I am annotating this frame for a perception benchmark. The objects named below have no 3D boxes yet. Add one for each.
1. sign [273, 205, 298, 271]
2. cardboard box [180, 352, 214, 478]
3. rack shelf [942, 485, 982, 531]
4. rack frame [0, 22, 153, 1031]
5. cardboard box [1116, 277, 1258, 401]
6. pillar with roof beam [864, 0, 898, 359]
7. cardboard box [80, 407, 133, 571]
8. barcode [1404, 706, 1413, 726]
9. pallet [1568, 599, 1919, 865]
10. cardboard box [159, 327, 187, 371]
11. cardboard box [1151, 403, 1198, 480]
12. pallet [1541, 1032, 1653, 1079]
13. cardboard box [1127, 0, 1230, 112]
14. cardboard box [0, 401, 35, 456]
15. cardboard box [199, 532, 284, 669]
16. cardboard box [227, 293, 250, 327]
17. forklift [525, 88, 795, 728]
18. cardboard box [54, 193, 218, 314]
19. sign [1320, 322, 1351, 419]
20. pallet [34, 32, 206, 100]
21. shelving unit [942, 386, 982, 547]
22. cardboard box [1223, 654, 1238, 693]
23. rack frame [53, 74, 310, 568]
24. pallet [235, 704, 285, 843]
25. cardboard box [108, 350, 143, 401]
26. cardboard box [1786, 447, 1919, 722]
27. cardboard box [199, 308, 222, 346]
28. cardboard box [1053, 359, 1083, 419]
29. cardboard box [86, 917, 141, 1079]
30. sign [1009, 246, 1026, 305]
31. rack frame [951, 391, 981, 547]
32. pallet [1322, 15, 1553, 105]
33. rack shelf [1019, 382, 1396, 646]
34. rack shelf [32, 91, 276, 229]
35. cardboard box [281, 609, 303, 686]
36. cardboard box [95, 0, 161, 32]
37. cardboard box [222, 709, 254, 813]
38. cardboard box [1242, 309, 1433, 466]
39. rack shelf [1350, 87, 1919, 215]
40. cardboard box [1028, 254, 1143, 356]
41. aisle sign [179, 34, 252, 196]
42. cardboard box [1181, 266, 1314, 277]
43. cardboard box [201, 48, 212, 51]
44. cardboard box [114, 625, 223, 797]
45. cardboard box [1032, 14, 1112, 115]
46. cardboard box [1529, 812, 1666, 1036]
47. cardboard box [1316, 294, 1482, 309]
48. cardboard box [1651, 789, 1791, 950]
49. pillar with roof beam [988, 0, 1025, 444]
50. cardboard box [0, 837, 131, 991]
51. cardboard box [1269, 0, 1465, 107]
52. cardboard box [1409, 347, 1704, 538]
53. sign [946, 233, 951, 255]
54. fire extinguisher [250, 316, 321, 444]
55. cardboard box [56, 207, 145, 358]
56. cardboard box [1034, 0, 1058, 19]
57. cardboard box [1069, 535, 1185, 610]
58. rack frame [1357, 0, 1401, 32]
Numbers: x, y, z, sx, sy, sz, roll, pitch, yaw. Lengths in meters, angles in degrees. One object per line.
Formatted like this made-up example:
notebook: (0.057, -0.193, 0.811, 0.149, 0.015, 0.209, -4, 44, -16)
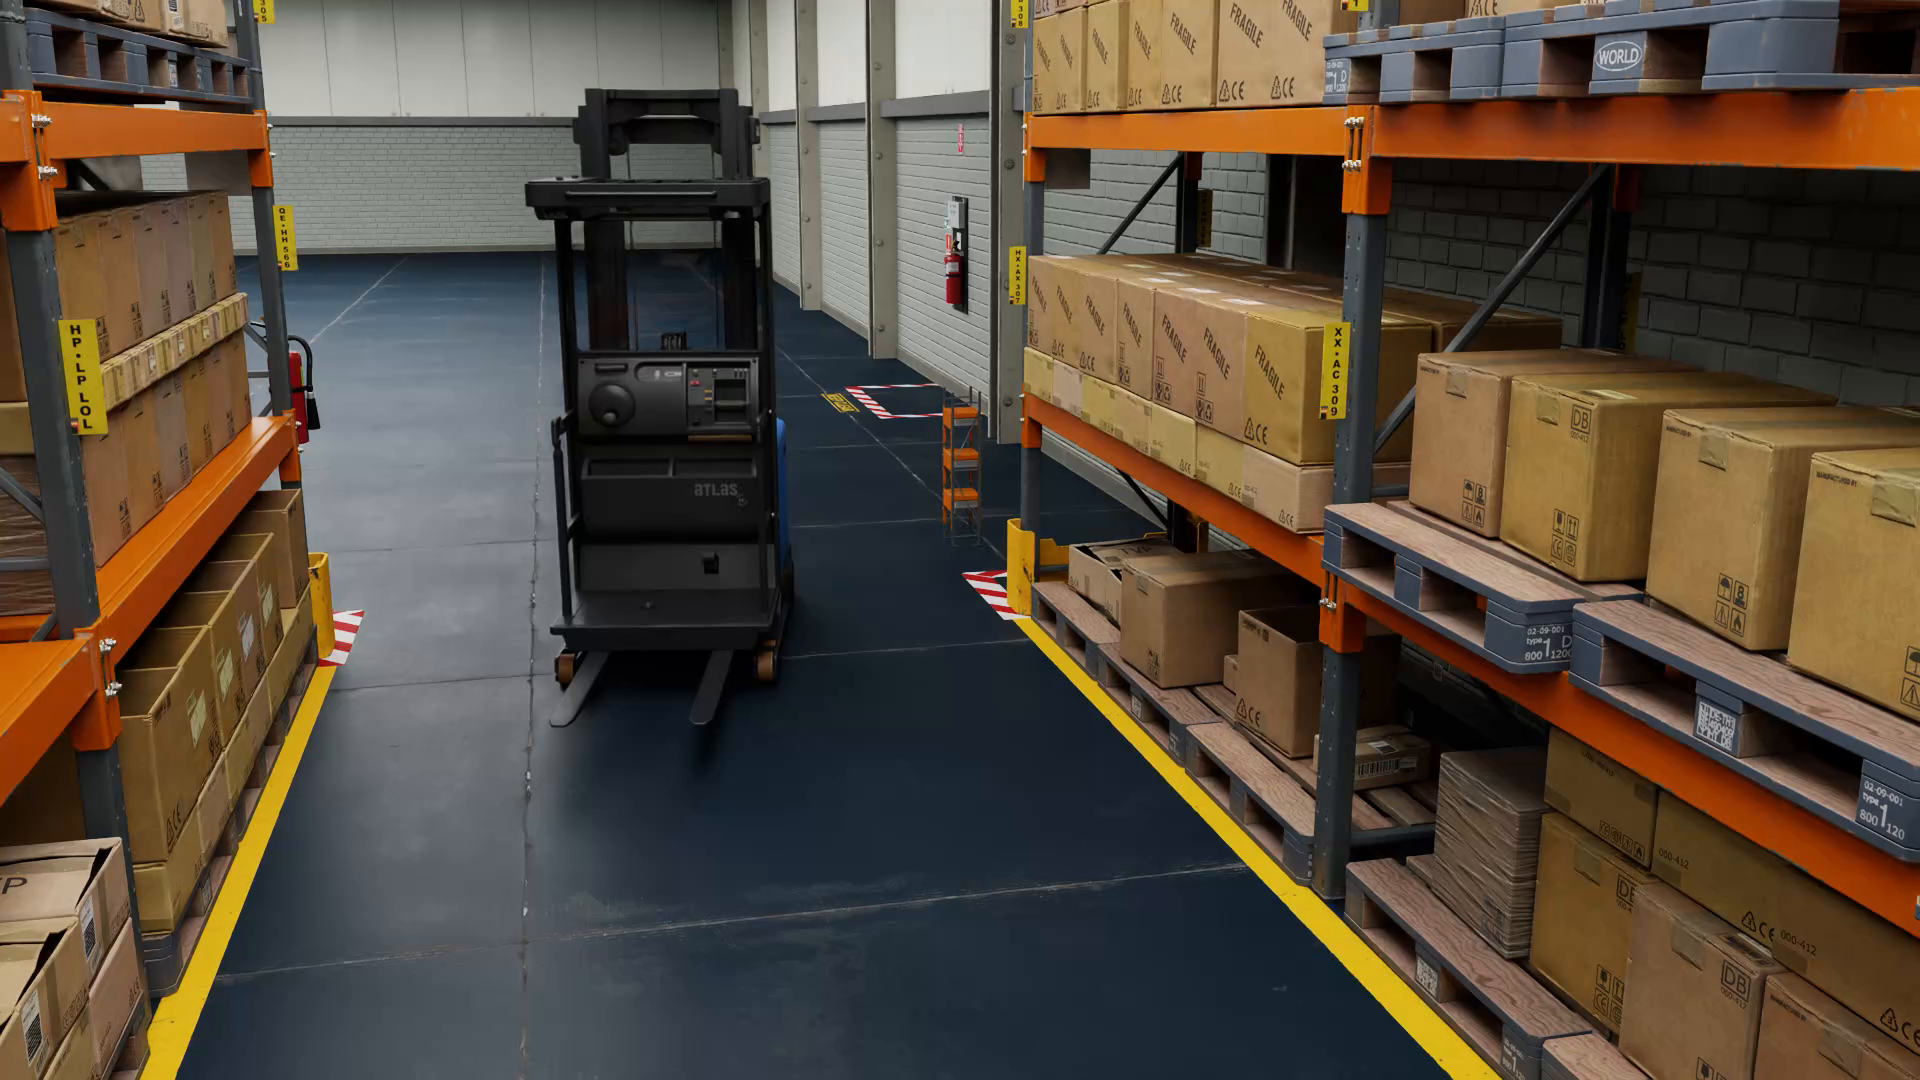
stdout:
sign: (-3.427, -1.532, 8.440, 0.100, 0.325, 0.005, -3, 14, -13)
cardboard box: (-3.621, -0.532, 7.074, 0.700, 0.500, 0.500, -3, 14, -13)
rack shelf: (0.013, -0.217, 11.320, 0.215, 0.259, 0.240, -3, 14, -13)
rack frame: (-3.018, 0.095, 4.718, 1.000, 3.000, 0.127, -3, 14, -13)
cardboard box: (1.031, -0.926, 7.593, 0.500, 0.500, 0.500, -3, 14, -11)
pillar with roof beam: (-5.141, -6.434, 18.802, 9.100, 9.000, 0.400, -3, 14, -13)
cardboard box: (-3.259, -0.177, 5.620, 0.700, 0.500, 0.500, -3, 14, -14)
barcode: (1.888, 0.742, 7.000, 0.001, 0.075, 0.075, -3, 14, -13)
pallet: (2.231, 0.380, 3.957, 1.003, 0.211, 1.213, -3, 14, -13)
cardboard box: (-3.316, -0.756, 6.625, 0.380, 0.149, 0.250, -3, 14, -14)
cardboard box: (1.148, -0.442, 7.189, 0.500, 0.250, 0.500, -3, 14, -13)
pallet: (2.270, 1.634, 4.293, 1.003, 0.211, 1.213, -3, 14, -13)
cardboard box: (1.056, -2.161, 7.380, 0.500, 0.500, 0.500, -2, 14, -10)
cardboard box: (-2.893, -0.341, 4.927, 0.380, 0.149, 0.250, -3, 14, -13)
cardboard box: (-3.293, 0.277, 7.303, 0.500, 0.500, 0.500, -3, 14, -13)
cardboard box: (-3.683, -1.114, 8.089, 0.380, 0.149, 0.250, -4, 14, -14)
forklift: (-1.492, -0.764, 8.380, 1.130, 2.935, 3.031, -1, 14, -2)
cardboard box: (-3.719, -1.265, 7.340, 0.700, 0.500, 0.500, -4, 14, -15)
sign: (1.270, -0.570, 5.618, 0.100, 0.325, 0.005, -3, 14, -13)
pallet: (-3.527, -1.795, 6.322, 1.003, 0.211, 1.213, -3, 14, -13)
shelving unit: (0.013, -0.498, 11.252, 0.215, 1.050, 0.252, -3, 14, -13)
cardboard box: (1.440, 0.619, 7.653, 0.380, 0.149, 0.250, -4, 14, -18)
rack frame: (-3.958, -0.828, 8.495, 1.000, 3.000, 0.127, -3, 14, -13)
pallet: (-3.454, 0.982, 6.964, 1.003, 0.211, 1.213, -3, 14, -13)
cardboard box: (-3.134, -0.577, 5.891, 0.380, 0.149, 0.250, -4, 14, -15)
cardboard box: (2.301, 0.084, 3.623, 0.700, 0.500, 0.500, -3, 14, -13)
cardboard box: (-3.503, -0.936, 7.362, 0.380, 0.149, 0.250, -3, 14, -12)
cardboard box: (0.798, -0.792, 8.624, 0.500, 0.250, 0.500, -4, 14, -15)
cardboard box: (-2.639, 1.306, 4.669, 0.500, 0.250, 0.500, -3, 14, -14)
sign: (0.329, -1.495, 9.402, 0.100, 0.325, 0.005, -3, 14, -13)
rack frame: (0.041, -0.470, 11.137, 0.200, 1.050, 0.008, -3, 14, -13)
pallet: (1.837, -1.400, 4.911, 1.213, 0.211, 1.003, -3, 14, -13)
rack shelf: (1.326, -0.294, 7.825, 1.077, 0.370, 4.000, -3, 14, -13)
rack shelf: (-3.488, -1.474, 6.336, 1.077, 0.370, 4.000, -3, 14, -13)
cardboard box: (-3.415, 0.526, 7.863, 0.500, 0.250, 0.500, -3, 14, -13)
cardboard box: (-3.282, -2.071, 5.867, 0.797, 0.503, 0.637, -2, 14, -7)
cardboard box: (-3.057, 0.872, 6.448, 0.500, 0.250, 0.500, -3, 14, -13)
cardboard box: (1.384, -0.575, 6.154, 0.500, 0.500, 0.500, -3, 14, -13)
rack shelf: (2.266, -0.828, 3.692, 1.077, 0.370, 4.000, -3, 14, -13)
cardboard box: (0.677, -1.279, 9.036, 0.500, 0.500, 0.500, -3, 14, -13)
aisle sign: (-3.688, -2.122, 8.315, 0.394, 0.787, 0.004, -3, 14, -13)
cardboard box: (1.408, -1.073, 8.194, 0.500, 0.500, 0.500, -4, 14, -15)
cardboard box: (-3.827, -2.474, 7.517, 0.797, 0.503, 0.637, -2, 14, -9)
cardboard box: (-2.948, 0.623, 5.885, 0.500, 0.500, 0.500, -3, 14, -13)
cardboard box: (0.692, -2.529, 8.886, 0.500, 0.500, 0.500, -3, 14, -12)
cardboard box: (2.155, 1.104, 4.928, 0.700, 0.500, 0.500, -4, 14, -14)
cardboard box: (1.771, -0.723, 6.759, 0.500, 0.500, 0.500, -3, 14, -13)
cardboard box: (2.218, 0.844, 4.410, 0.500, 0.250, 0.500, -4, 14, -15)
pillar with roof beam: (-3.732, -5.050, 13.136, 9.100, 9.000, 0.400, -3, 14, -13)
cardboard box: (-2.644, 1.032, 4.611, 0.500, 0.311, 0.500, -3, 14, -13)
cardboard box: (1.437, -1.801, 5.904, 0.500, 0.500, 0.500, -3, 14, -12)
cardboard box: (1.882, -0.325, 5.299, 0.700, 0.500, 0.500, -3, 14, -13)
sign: (-0.120, -3.098, 17.714, 0.001, 0.329, 0.234, -3, 14, -13)
fire extinguisher: (-3.534, -0.843, 8.722, 0.296, 0.674, 0.183, -3, 14, -13)
cardboard box: (-3.365, -0.918, 5.919, 0.700, 0.500, 0.500, -3, 14, -13)
cardboard box: (0.711, -3.003, 8.721, 0.500, 0.500, 0.500, -4, 14, -17)
cardboard box: (0.932, 0.152, 9.222, 0.500, 0.311, 0.500, -5, 15, -20)
rack frame: (1.796, -3.096, 5.140, 1.000, 3.000, 0.127, -3, 14, -13)
